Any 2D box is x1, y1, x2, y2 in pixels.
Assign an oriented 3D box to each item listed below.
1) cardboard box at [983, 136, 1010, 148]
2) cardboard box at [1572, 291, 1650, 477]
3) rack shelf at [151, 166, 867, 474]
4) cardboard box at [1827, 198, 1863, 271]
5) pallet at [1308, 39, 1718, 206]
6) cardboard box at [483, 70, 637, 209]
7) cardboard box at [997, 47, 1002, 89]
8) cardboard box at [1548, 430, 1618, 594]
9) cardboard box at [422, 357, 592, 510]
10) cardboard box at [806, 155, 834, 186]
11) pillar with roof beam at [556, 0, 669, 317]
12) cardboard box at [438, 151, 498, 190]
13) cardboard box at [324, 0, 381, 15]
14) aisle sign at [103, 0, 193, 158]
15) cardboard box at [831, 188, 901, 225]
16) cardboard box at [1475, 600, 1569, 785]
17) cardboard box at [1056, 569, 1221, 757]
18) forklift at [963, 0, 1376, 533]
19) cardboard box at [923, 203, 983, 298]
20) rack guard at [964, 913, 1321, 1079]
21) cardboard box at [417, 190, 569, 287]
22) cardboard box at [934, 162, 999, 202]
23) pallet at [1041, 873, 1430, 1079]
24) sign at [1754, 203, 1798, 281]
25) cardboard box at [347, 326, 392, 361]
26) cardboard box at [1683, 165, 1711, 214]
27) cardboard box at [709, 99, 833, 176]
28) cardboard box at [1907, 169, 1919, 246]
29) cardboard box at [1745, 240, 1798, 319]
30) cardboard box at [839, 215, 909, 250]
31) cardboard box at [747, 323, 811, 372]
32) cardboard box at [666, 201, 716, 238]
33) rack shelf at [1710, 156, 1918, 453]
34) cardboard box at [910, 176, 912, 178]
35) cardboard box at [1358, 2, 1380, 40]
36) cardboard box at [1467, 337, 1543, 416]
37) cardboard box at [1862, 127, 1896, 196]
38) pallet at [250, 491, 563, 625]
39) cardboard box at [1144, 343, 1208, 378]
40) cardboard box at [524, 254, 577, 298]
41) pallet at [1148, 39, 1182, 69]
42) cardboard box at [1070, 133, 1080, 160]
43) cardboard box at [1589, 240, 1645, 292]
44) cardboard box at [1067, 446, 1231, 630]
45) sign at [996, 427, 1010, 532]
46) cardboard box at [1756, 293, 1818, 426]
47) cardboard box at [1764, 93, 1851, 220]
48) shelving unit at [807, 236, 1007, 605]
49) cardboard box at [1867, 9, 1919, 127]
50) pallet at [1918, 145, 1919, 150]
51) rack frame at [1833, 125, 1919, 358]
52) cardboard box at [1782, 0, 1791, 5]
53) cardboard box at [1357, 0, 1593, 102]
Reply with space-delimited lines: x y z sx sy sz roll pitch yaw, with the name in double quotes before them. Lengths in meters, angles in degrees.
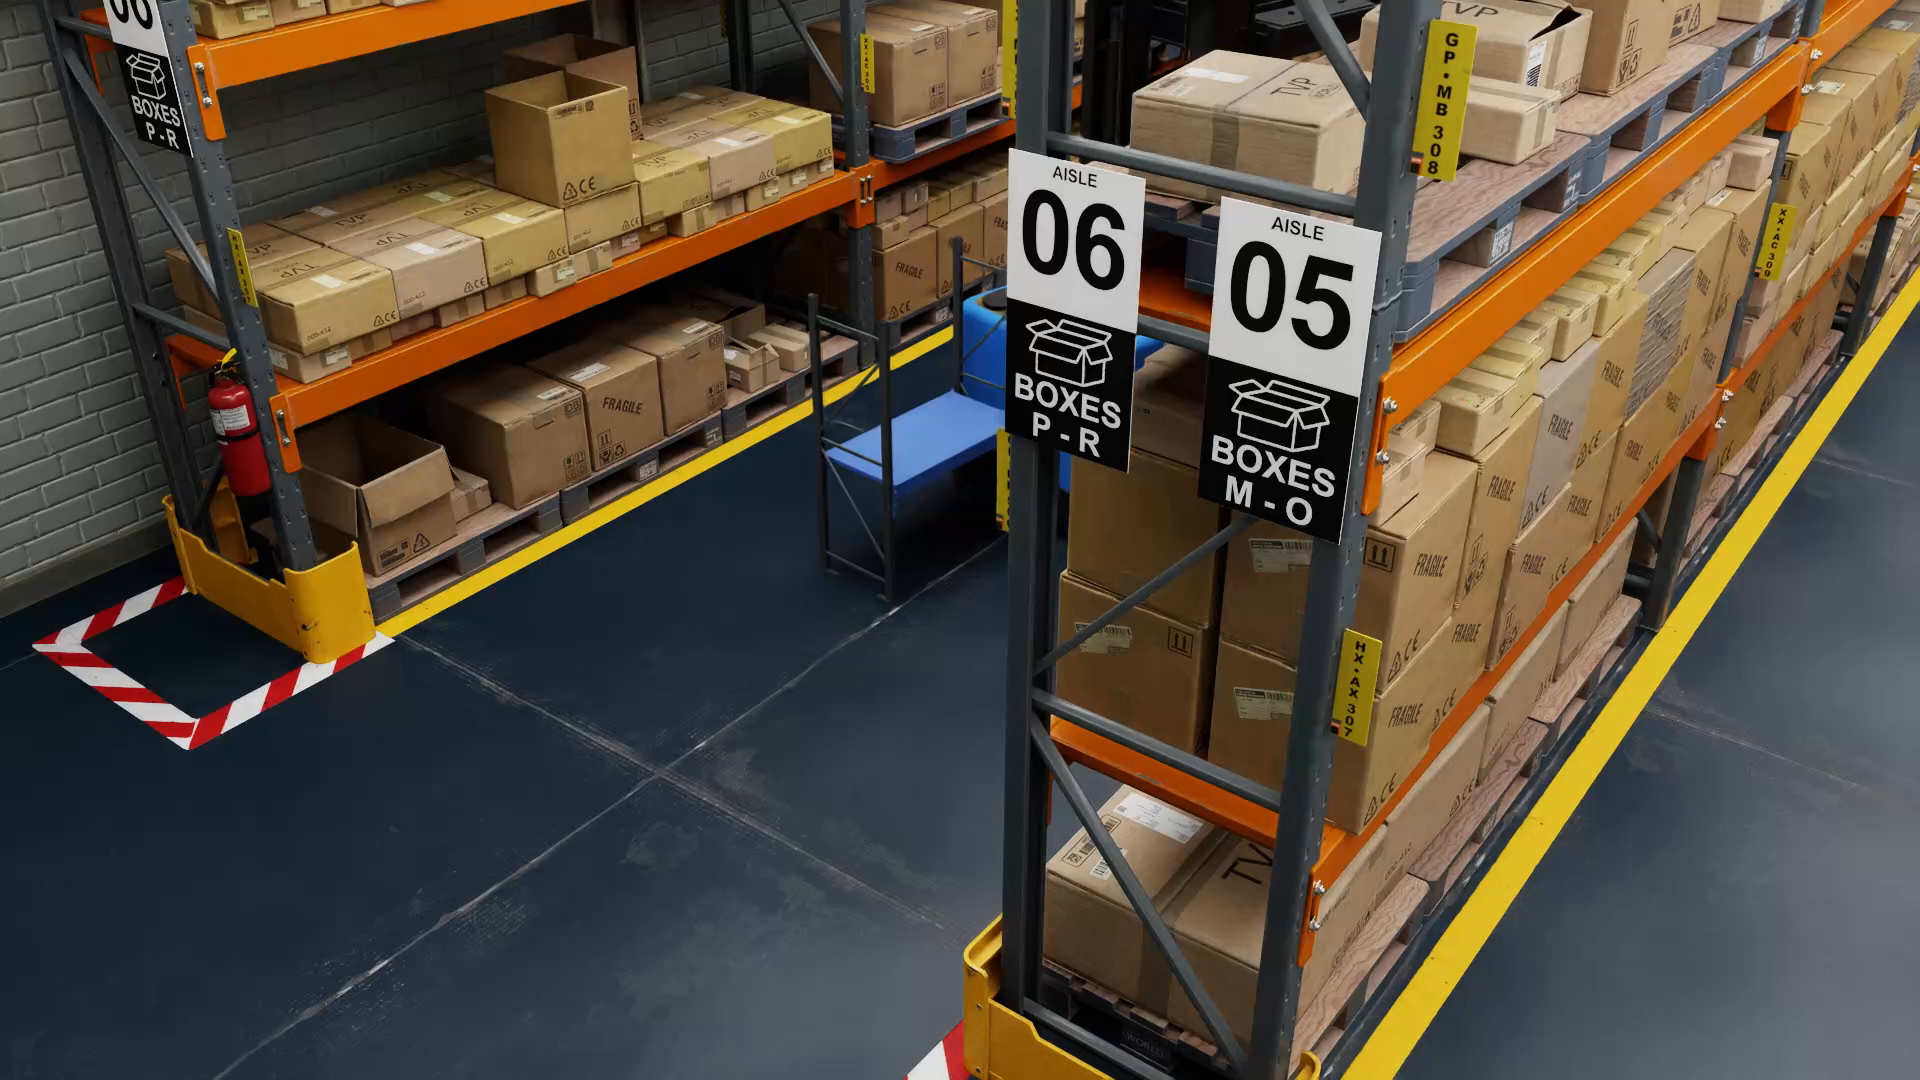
"cardboard box" 0.139 -2.892 12.092 0.380 0.149 0.250 21 37 32
"cardboard box" 1.998 -0.596 5.734 0.500 0.500 0.500 21 37 31
"rack shelf" -2.182 -1.418 8.906 1.077 0.370 4.000 21 37 31
"cardboard box" 4.403 -1.662 8.759 0.500 0.250 0.500 20 36 31
"pallet" 1.746 -1.443 5.388 1.003 0.211 1.213 21 37 31
"cardboard box" -1.995 -2.012 8.322 0.500 0.500 0.500 22 37 32
"cardboard box" 0.170 -3.110 10.775 0.396 0.266 0.258 23 38 34
"cardboard box" 1.983 -0.162 5.984 0.500 0.500 0.500 22 37 33
"cardboard box" -2.397 -0.575 8.818 0.700 0.500 0.500 23 38 33
"cardboard box" -0.966 -2.225 9.809 0.380 0.149 0.250 22 37 32
"pillar with roof beam" 1.319 -3.791 6.320 9.100 9.000 0.400 21 37 31
"cardboard box" -2.392 -1.868 8.815 0.500 0.250 0.500 21 37 31
"cardboard box" -2.706 -2.368 7.109 0.380 0.149 0.250 21 37 32
"aisle sign" -3.196 -1.915 6.489 0.394 0.787 0.004 21 37 31
"cardboard box" -0.594 -2.135 10.523 0.380 0.149 0.250 20 36 30
"cardboard box" 1.980 0.494 7.076 0.875 0.438 0.875 20 36 30
"cardboard box" 0.651 0.291 5.219 0.500 0.500 0.500 21 37 32
"forklift" 1.436 -1.900 9.081 3.031 2.935 1.130 -23 38 -33
"cardboard box" -0.190 -1.992 11.210 0.500 0.500 0.500 21 36 31
"rack guard" 0.556 1.697 5.397 1.175 0.500 0.348 21 37 31
"cardboard box" -2.293 -1.491 8.180 0.500 0.250 0.500 20 36 30
"cardboard box" 0.041 -2.439 11.326 0.380 0.149 0.250 21 37 31
"pallet" 0.991 1.462 6.076 1.003 0.211 1.213 21 37 31
"sign" 3.428 -1.251 6.991 0.100 0.325 0.005 21 37 31
"cardboard box" -2.855 -0.973 7.696 0.380 0.149 0.250 22 37 32
"cardboard box" 2.649 -1.371 6.407 0.380 0.149 0.250 21 37 31
"cardboard box" -1.088 -2.322 9.581 0.500 0.250 0.500 22 37 32
"cardboard box" 6.650 -2.526 12.235 0.950 0.372 0.625 22 37 33
"cardboard box" 3.475 -1.257 7.585 0.500 0.250 0.500 20 36 30
"cardboard box" -0.546 -1.989 10.567 0.380 0.149 0.250 23 38 33
"cardboard box" -1.077 -1.178 10.180 0.380 0.149 0.250 20 36 30
"cardboard box" -1.555 -1.789 9.072 0.380 0.149 0.250 21 36 31
"rack shelf" 4.192 -1.518 9.074 1.077 0.370 4.000 21 37 31
"cardboard box" -0.554 -2.485 11.405 0.380 0.149 0.250 19 36 29
"cardboard box" 3.548 -4.736 15.716 0.875 0.625 0.625 23 38 33
"cardboard box" 1.500 -0.511 4.955 0.380 0.149 0.250 20 36 30
"cardboard box" 4.710 -2.092 8.994 0.500 0.250 0.500 20 36 30
"pallet" -2.863 -0.070 8.661 1.003 0.211 1.213 21 37 31
"cardboard box" 0.761 -0.459 4.867 0.380 0.149 0.250 22 37 32
"cardboard box" -2.155 -1.364 8.356 0.380 0.149 0.250 20 36 30
"pallet" 1.087 -3.787 12.385 1.213 0.211 1.003 21 37 31
"cardboard box" 0.664 -2.863 12.043 0.380 0.149 0.250 21 36 31
"cardboard box" 2.094 -0.939 5.677 0.380 0.149 0.250 21 37 31
"cardboard box" 0.672 -0.131 4.950 0.500 0.500 0.500 22 37 33
"sign" 0.146 -0.161 4.712 0.100 0.325 0.005 21 37 31
"cardboard box" 4.375 -1.290 9.657 0.875 0.875 0.875 22 37 32
"cardboard box" 3.765 -1.793 7.755 0.500 0.500 0.500 21 37 31
"shelving unit" -0.176 -0.610 8.308 0.538 1.500 1.048 24 38 35
"cardboard box" 4.993 -2.612 9.136 0.500 0.500 0.500 22 37 32
"pallet" 5.745 -2.880 10.856 1.213 0.211 1.003 21 37 31
"rack frame" 5.400 -2.640 10.263 1.000 3.000 0.127 21 37 31
"cardboard box" 2.855 -2.112 6.052 0.396 0.266 0.258 22 37 33
"cardboard box" 1.514 -1.457 4.902 0.500 0.311 0.500 22 37 32
